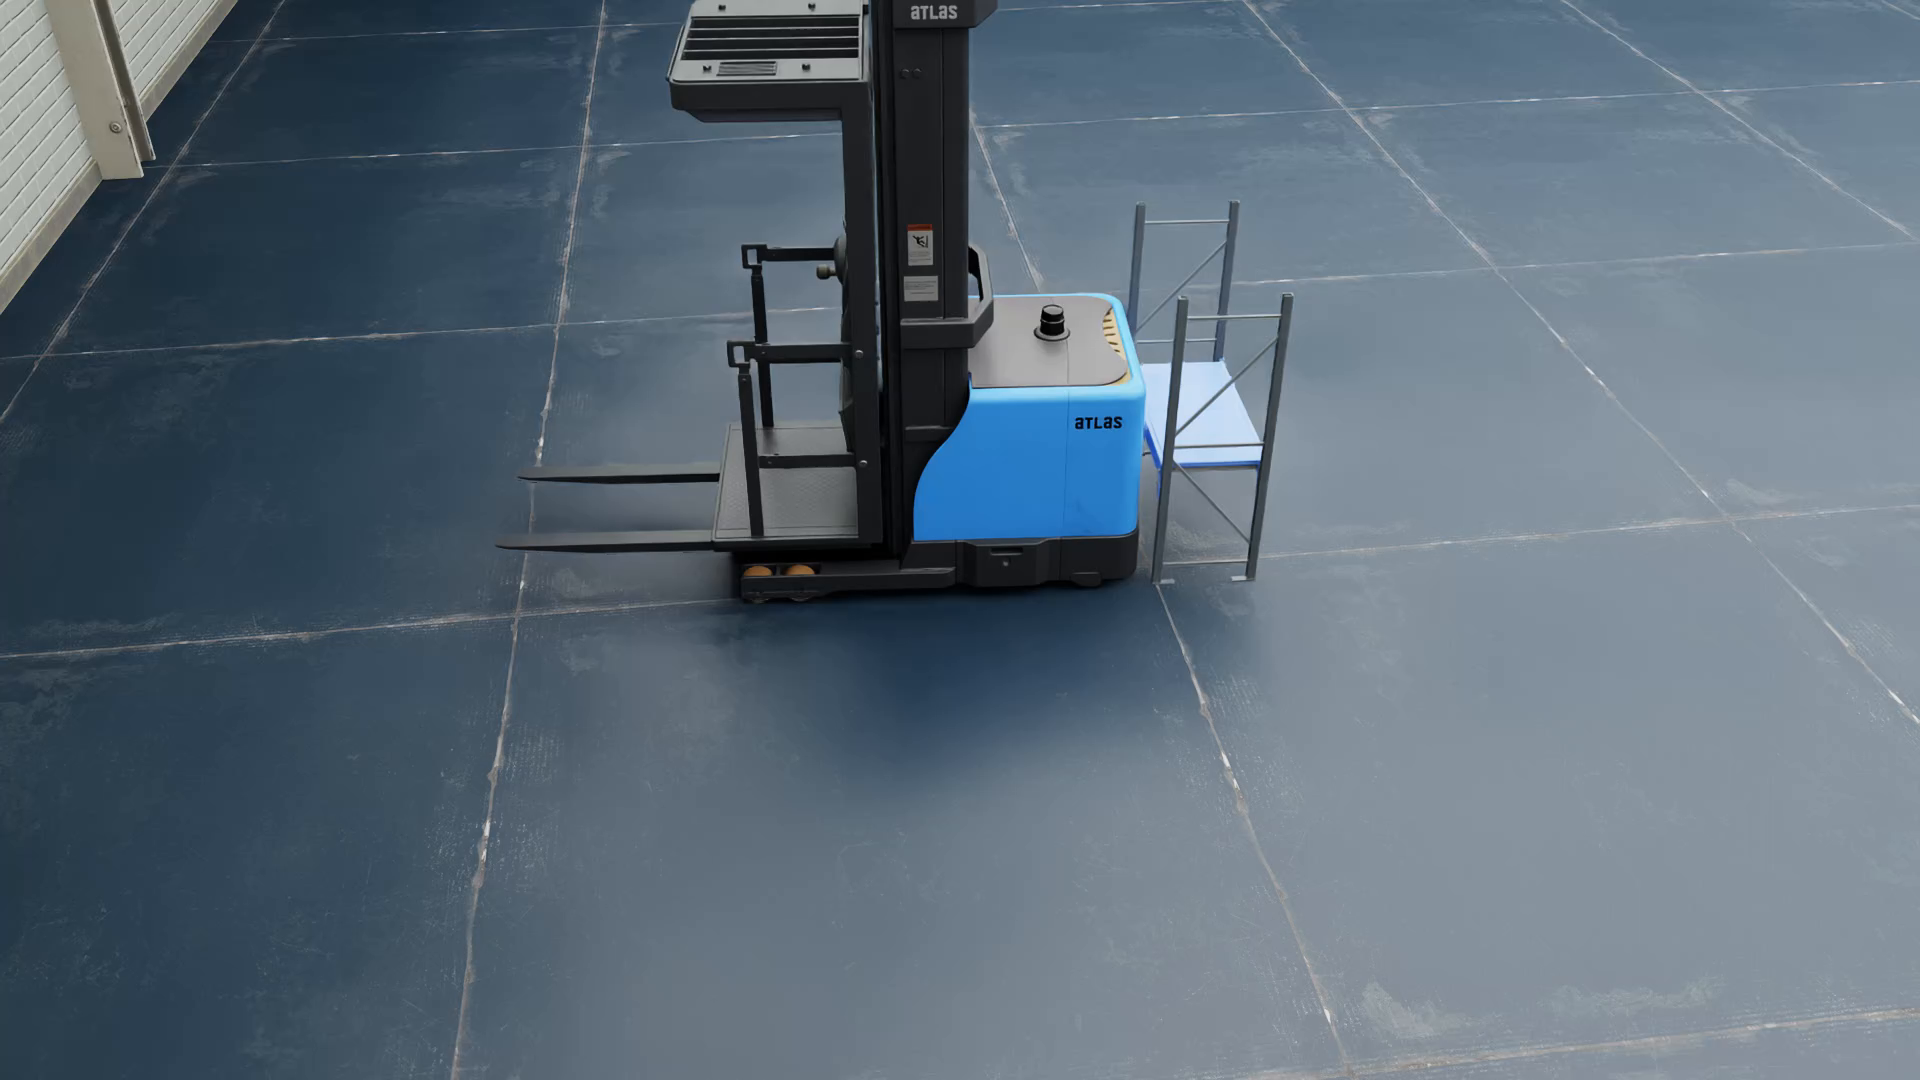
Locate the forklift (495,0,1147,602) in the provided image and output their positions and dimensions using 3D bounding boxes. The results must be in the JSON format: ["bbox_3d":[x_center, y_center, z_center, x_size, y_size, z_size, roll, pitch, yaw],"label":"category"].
[{"bbox_3d":[-0.690,-1.227,7.447,3.031,2.935,1.130,-1,34,-2],"label":"forklift"}]

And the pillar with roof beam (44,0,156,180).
[{"bbox_3d":[-1.882,-6.788,10.219,9.100,9.000,0.400,-4,35,-6],"label":"pillar with roof beam"}]

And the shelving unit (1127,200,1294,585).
[{"bbox_3d":[1.127,-0.710,7.954,0.538,1.500,1.048,-2,34,-5],"label":"shelving unit"}]

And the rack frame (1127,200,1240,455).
[{"bbox_3d":[1.083,-0.995,8.373,0.500,1.500,0.032,-2,34,-5],"label":"rack frame"}]

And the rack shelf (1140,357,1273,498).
[{"bbox_3d":[1.125,-0.561,8.055,0.538,0.185,1.000,-2,34,-5],"label":"rack shelf"}]

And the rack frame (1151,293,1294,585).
[{"bbox_3d":[1.172,-0.424,7.536,0.500,1.500,0.032,-2,34,-5],"label":"rack frame"}]
